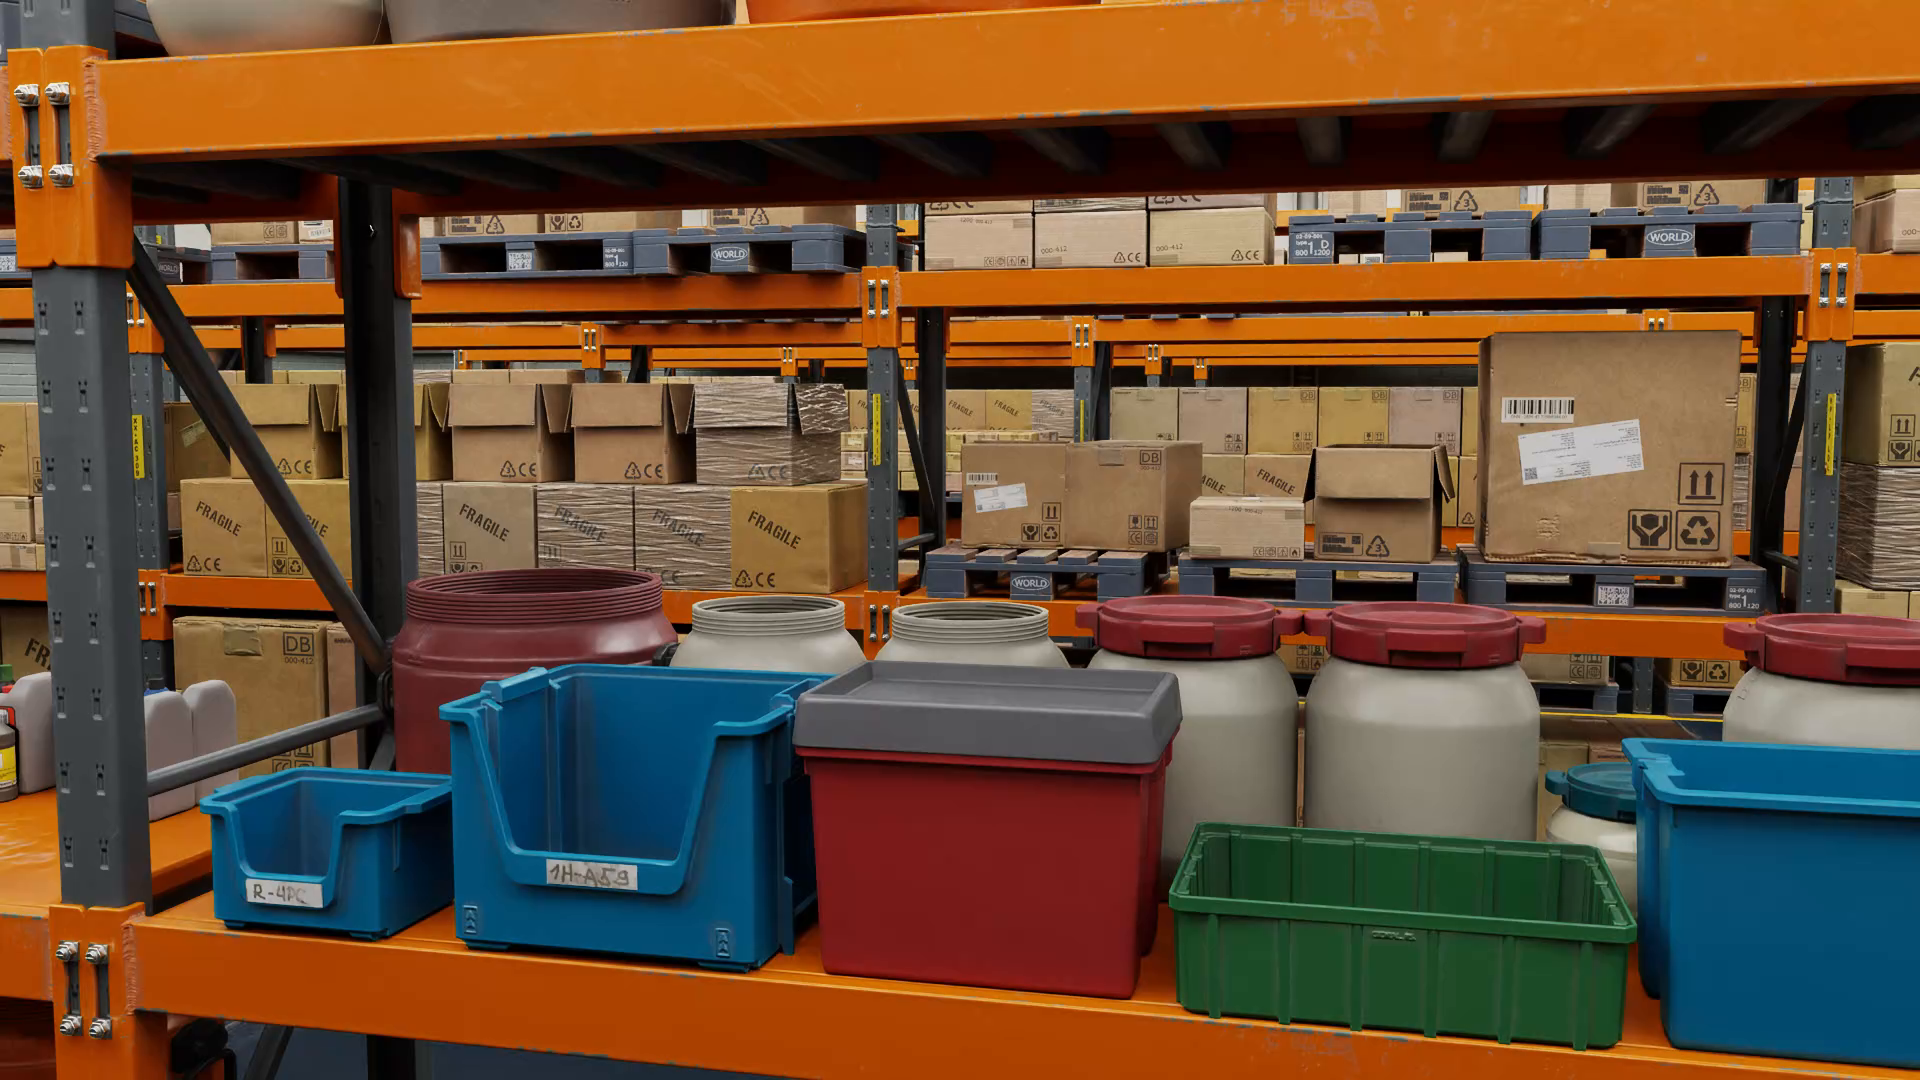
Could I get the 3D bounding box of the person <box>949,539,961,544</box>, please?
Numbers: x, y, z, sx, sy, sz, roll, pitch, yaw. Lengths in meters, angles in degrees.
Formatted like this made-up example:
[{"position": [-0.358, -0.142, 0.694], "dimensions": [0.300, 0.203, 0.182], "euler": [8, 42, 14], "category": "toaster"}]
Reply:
[{"position": [0.137, -0.014, 16.404], "dimensions": [0.537, 1.665, 0.468], "euler": [1, 5, 13], "category": "person"}]
